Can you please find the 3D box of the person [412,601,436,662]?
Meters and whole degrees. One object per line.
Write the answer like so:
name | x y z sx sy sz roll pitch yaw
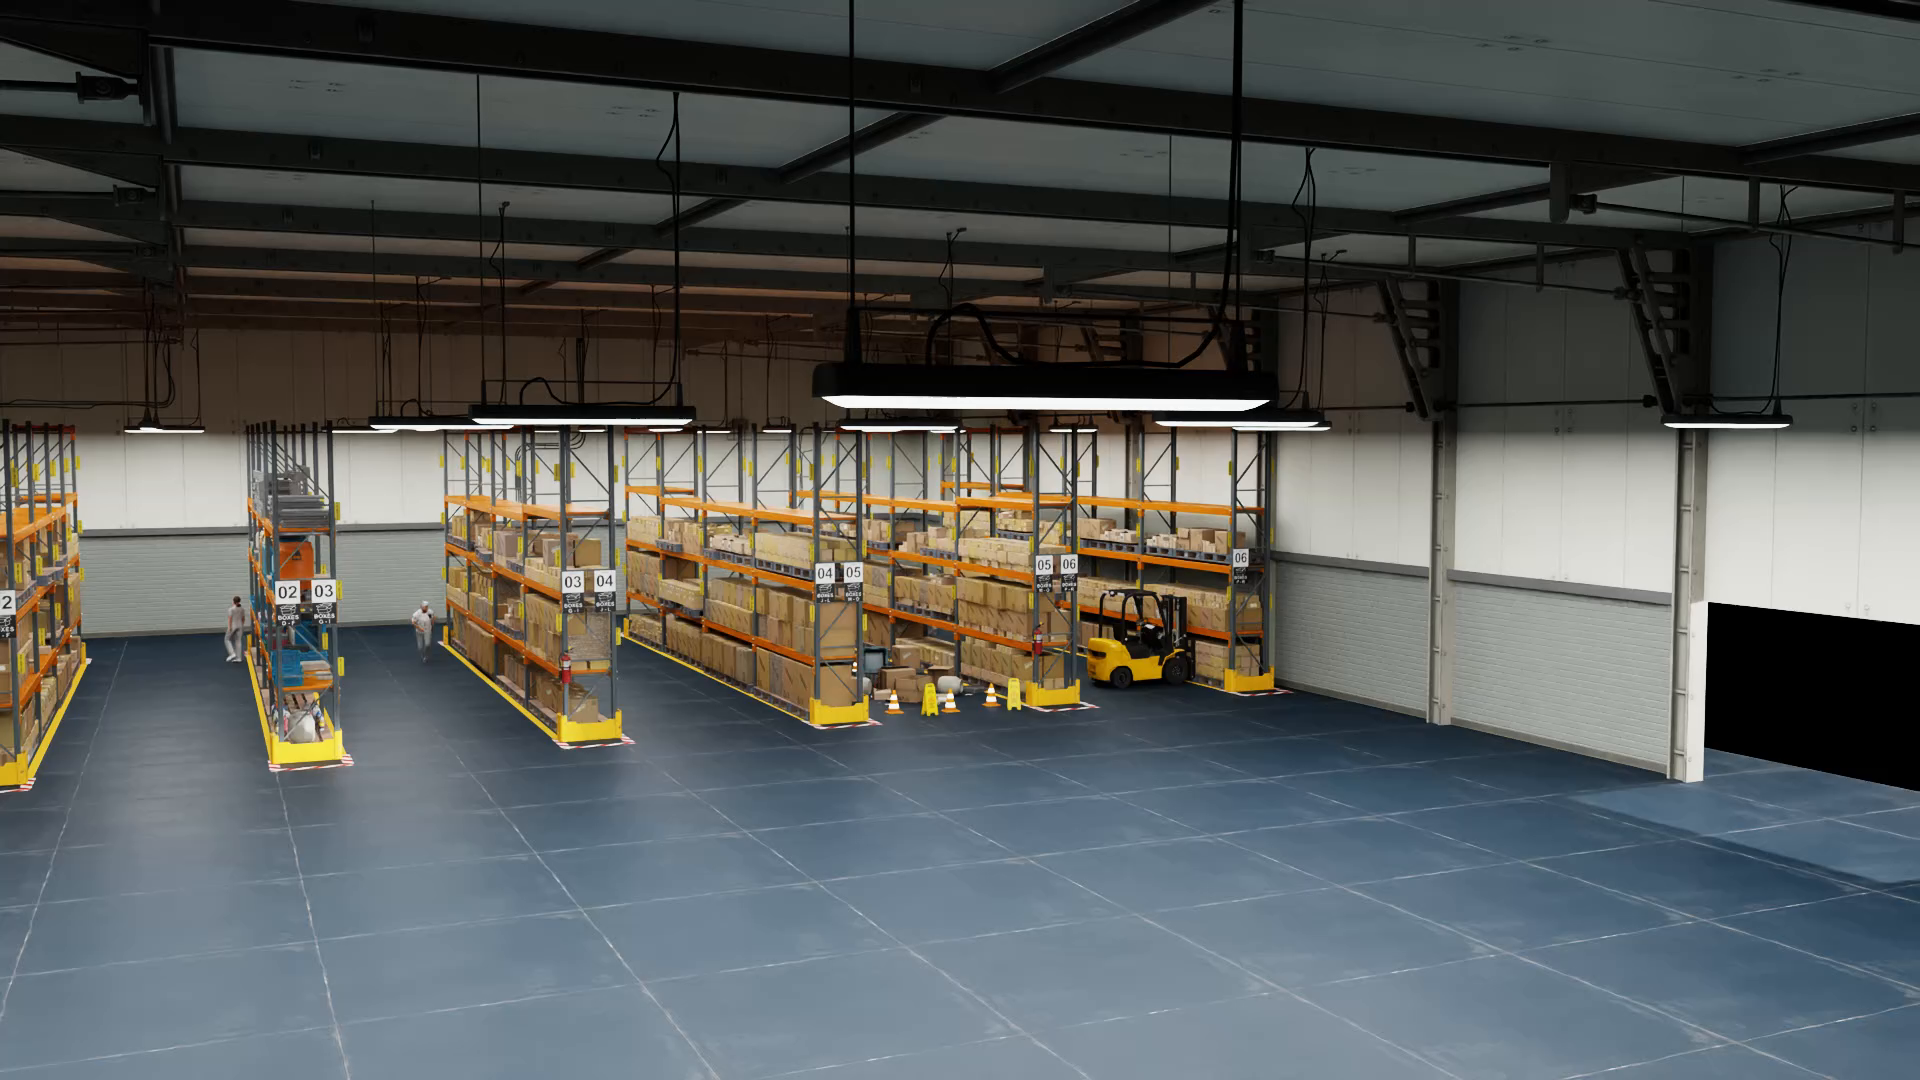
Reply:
person | -13.529 2.312 41.968 0.559 1.577 0.750 -1 4 -13

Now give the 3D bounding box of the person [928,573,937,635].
person | -0.802 1.850 47.735 0.468 1.785 0.609 2 4 29

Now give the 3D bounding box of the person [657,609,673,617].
person | -8.800 1.806 49.105 1.065 1.700 0.550 -2 4 -29

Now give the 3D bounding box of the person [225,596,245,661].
person | -18.357 2.251 42.154 0.450 1.645 0.466 3 5 43
